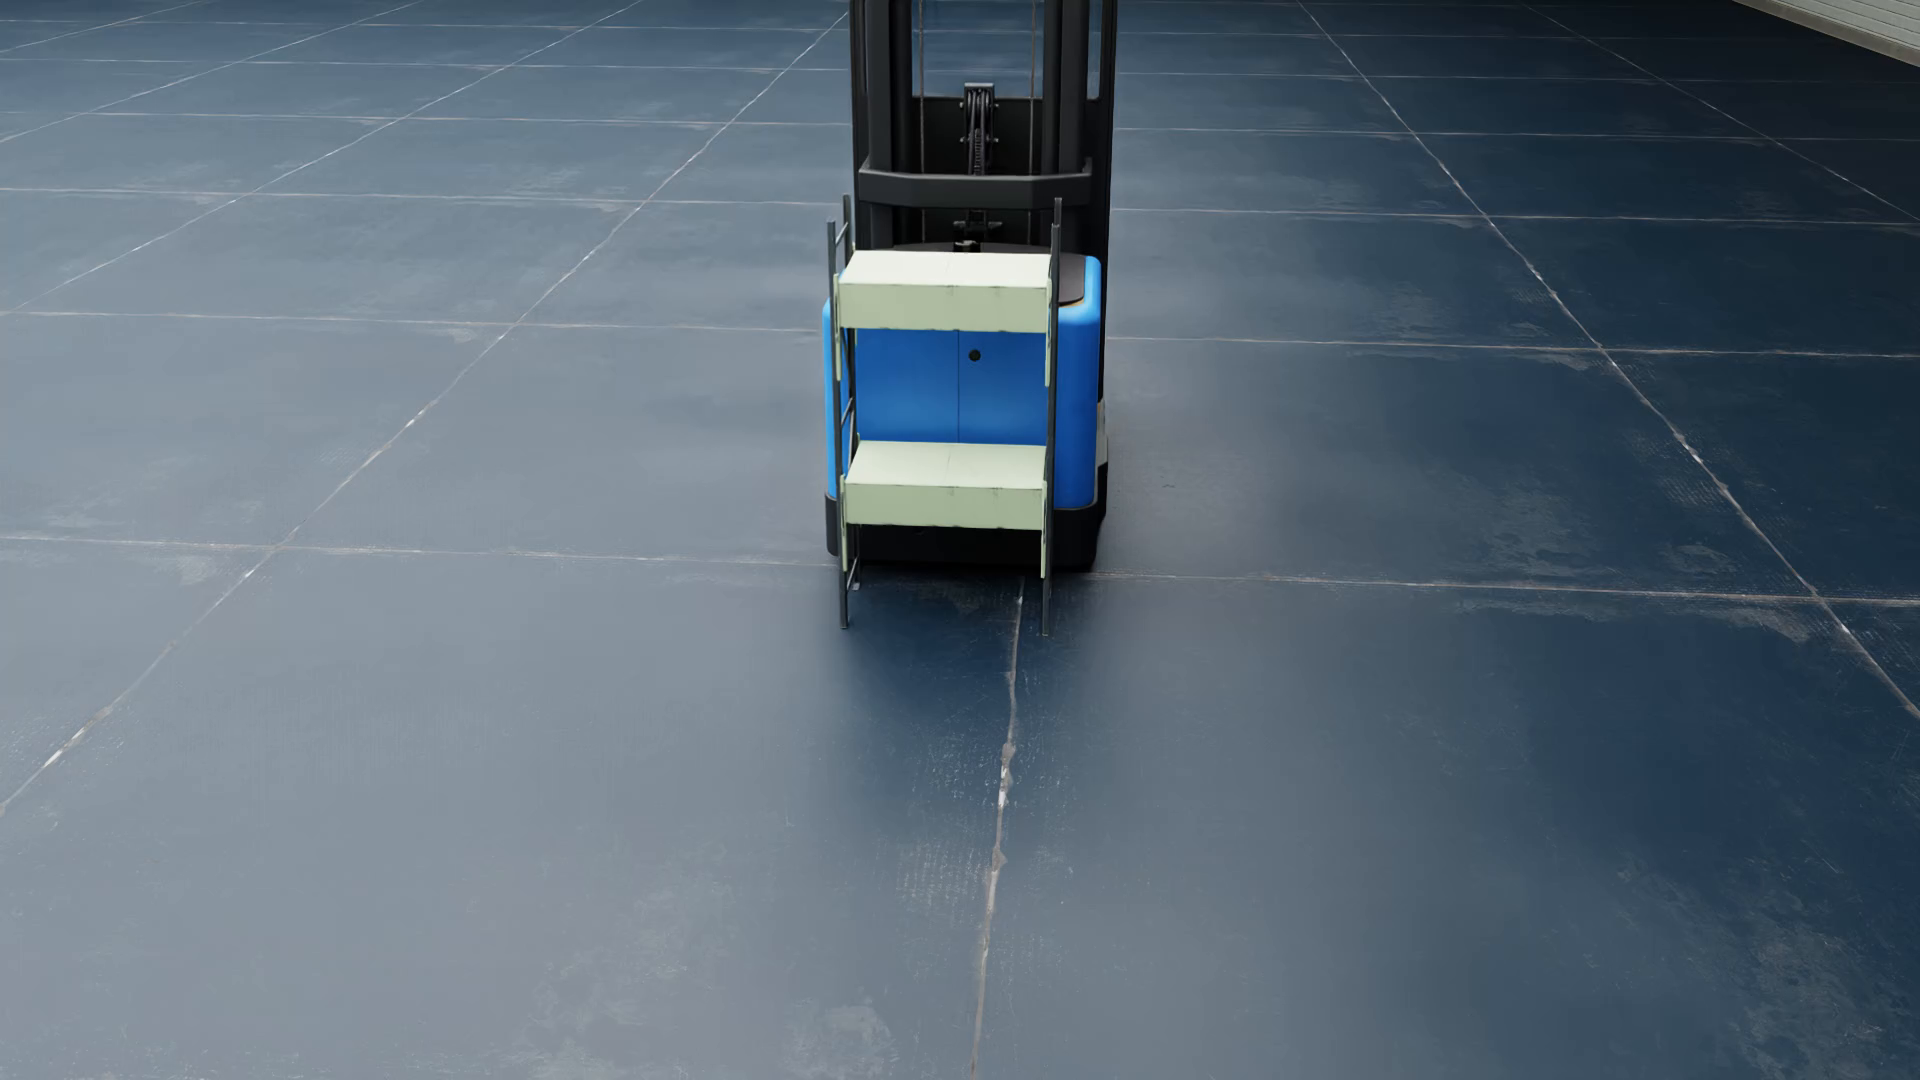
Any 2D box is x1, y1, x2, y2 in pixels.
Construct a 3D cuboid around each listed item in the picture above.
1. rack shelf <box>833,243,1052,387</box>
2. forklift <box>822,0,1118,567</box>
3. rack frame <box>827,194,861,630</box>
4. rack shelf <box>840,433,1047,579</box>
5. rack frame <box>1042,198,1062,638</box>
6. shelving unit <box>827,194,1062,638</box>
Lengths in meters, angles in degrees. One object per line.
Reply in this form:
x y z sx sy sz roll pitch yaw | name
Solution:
-0.042 -0.780 5.717 0.720 0.370 0.431 2 25 4 | rack shelf
0.114 -1.809 7.174 1.130 2.935 3.031 2 25 4 | forklift
-0.407 -0.437 5.907 0.023 1.500 0.400 2 25 4 | rack frame
-0.042 -0.129 6.016 0.720 0.370 0.431 2 25 4 | rack shelf
0.323 -0.413 5.854 0.023 1.500 0.400 2 25 4 | rack frame
-0.042 -0.425 5.880 0.755 1.500 0.431 2 25 4 | shelving unit
